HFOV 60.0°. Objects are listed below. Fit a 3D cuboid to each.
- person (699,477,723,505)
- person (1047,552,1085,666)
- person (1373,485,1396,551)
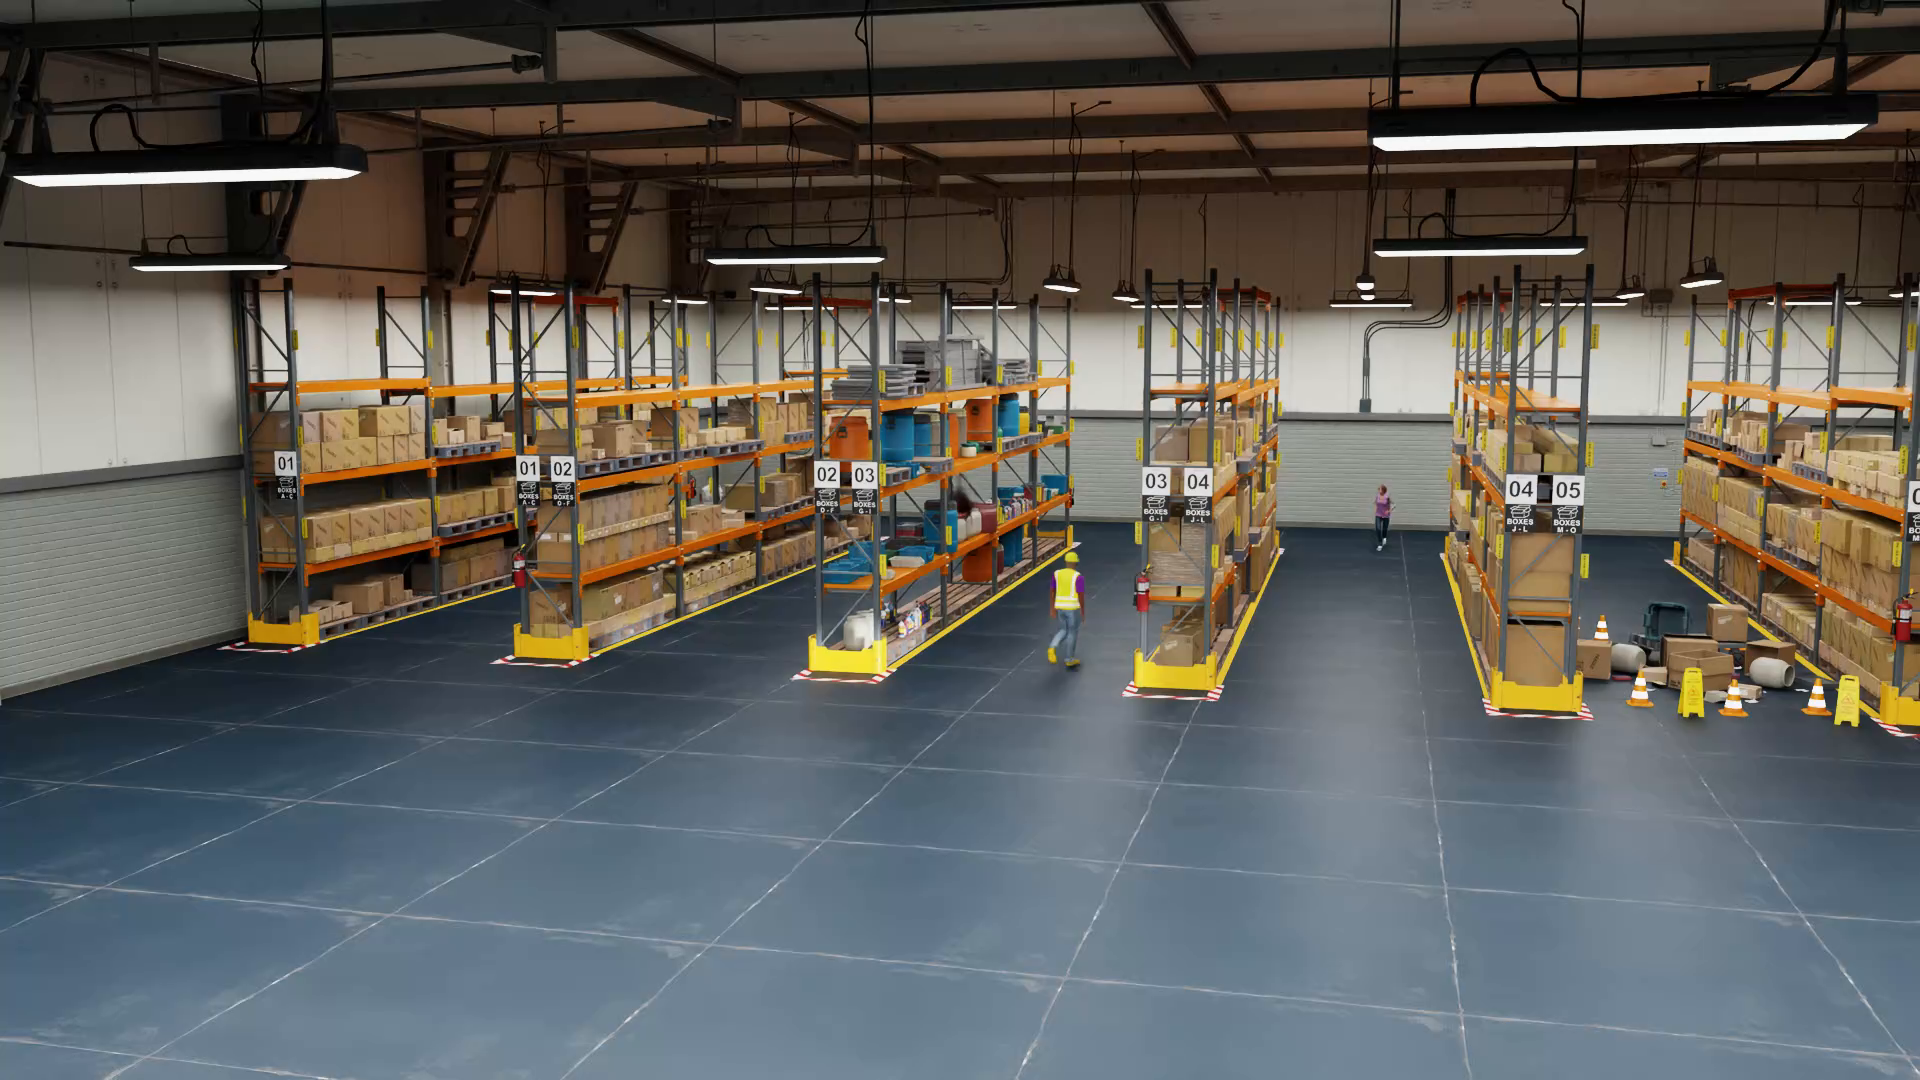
[{"bbox_3d":[-6.171,-0.764,41.026,0.627,1.632,1.028,2,7,15],"label":"person"},{"bbox_3d":[1.640,1.066,25.491,0.603,1.758,0.565,-6,9,-42],"label":"person"},{"bbox_3d":[10.199,-0.551,39.992,0.522,1.588,0.648,2,7,16],"label":"person"}]
